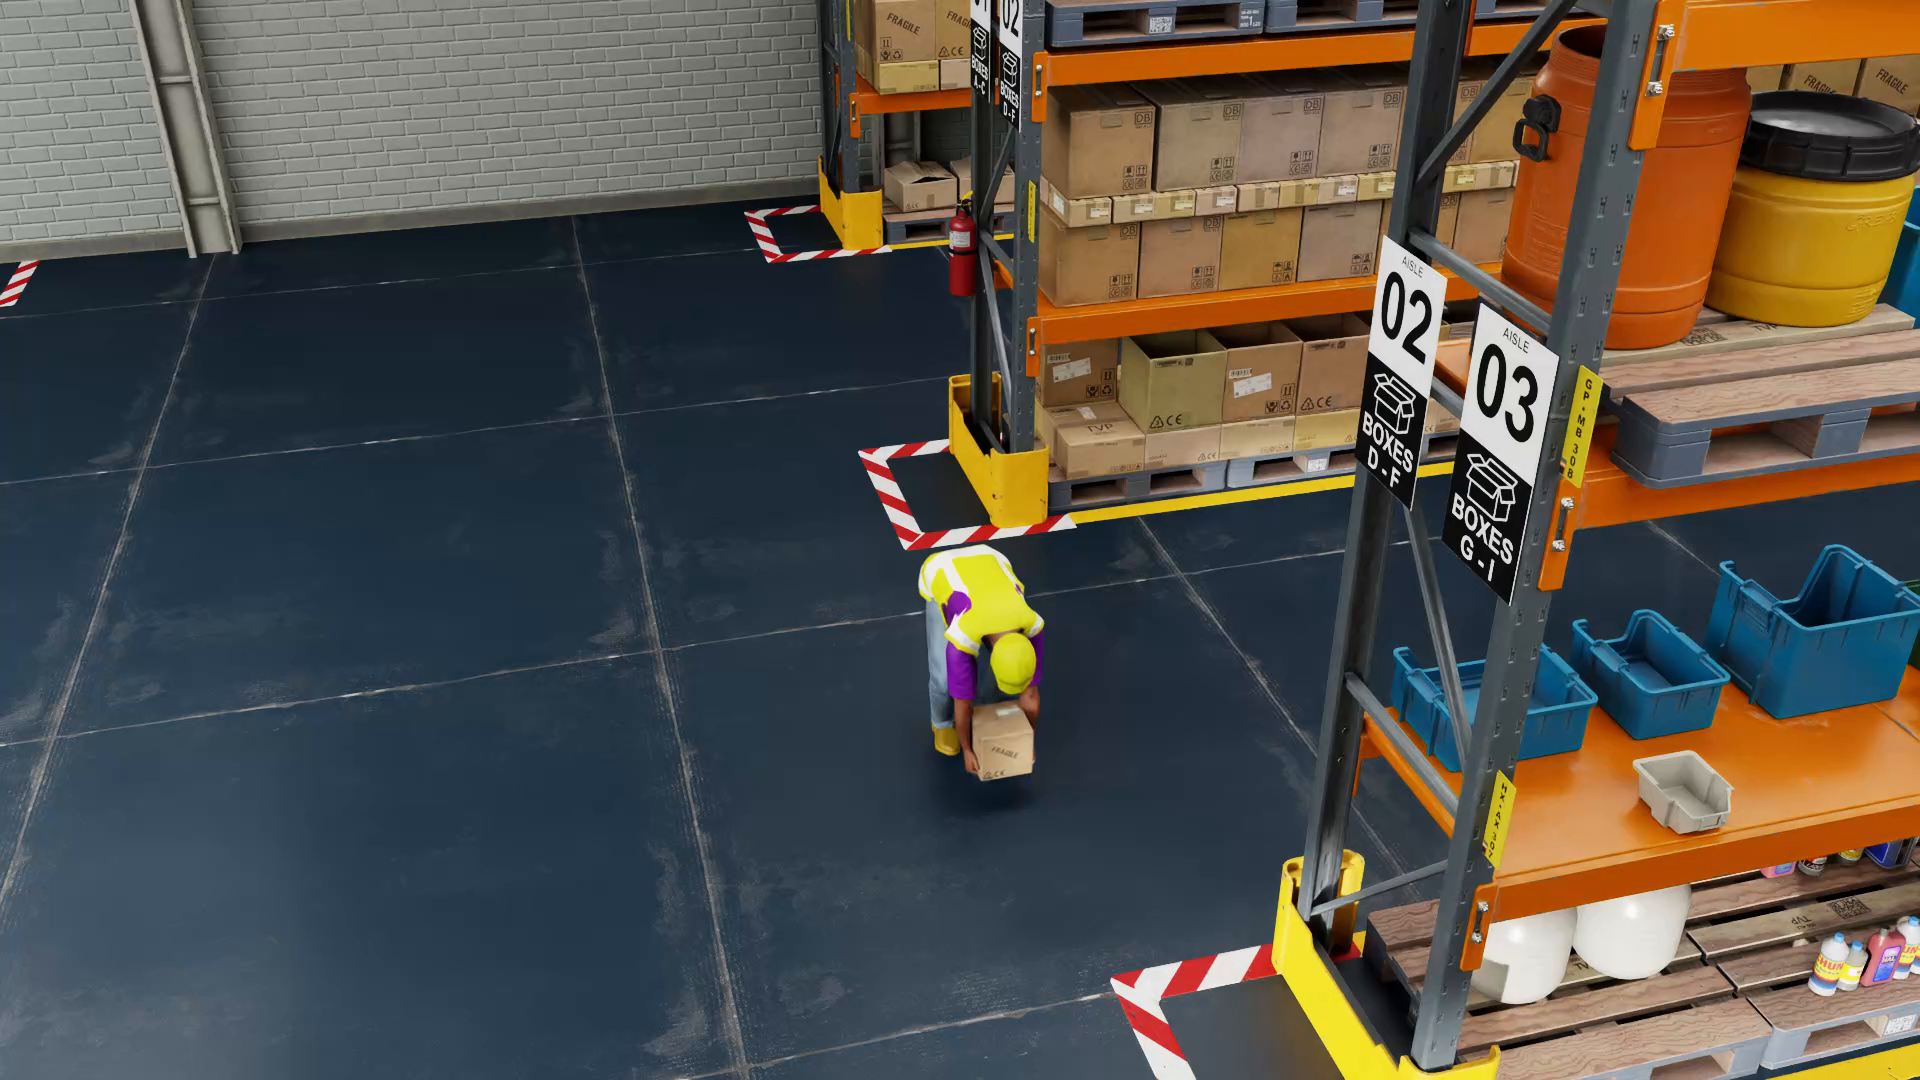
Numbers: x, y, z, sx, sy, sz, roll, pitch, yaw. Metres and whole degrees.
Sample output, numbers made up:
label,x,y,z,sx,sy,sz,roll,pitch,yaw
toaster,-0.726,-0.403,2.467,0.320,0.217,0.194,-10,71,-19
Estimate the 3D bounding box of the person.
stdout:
label,x,y,z,sx,sy,sz,roll,pitch,yaw
person,0.126,0.619,7.865,0.495,1.043,0.980,-9,31,-15
